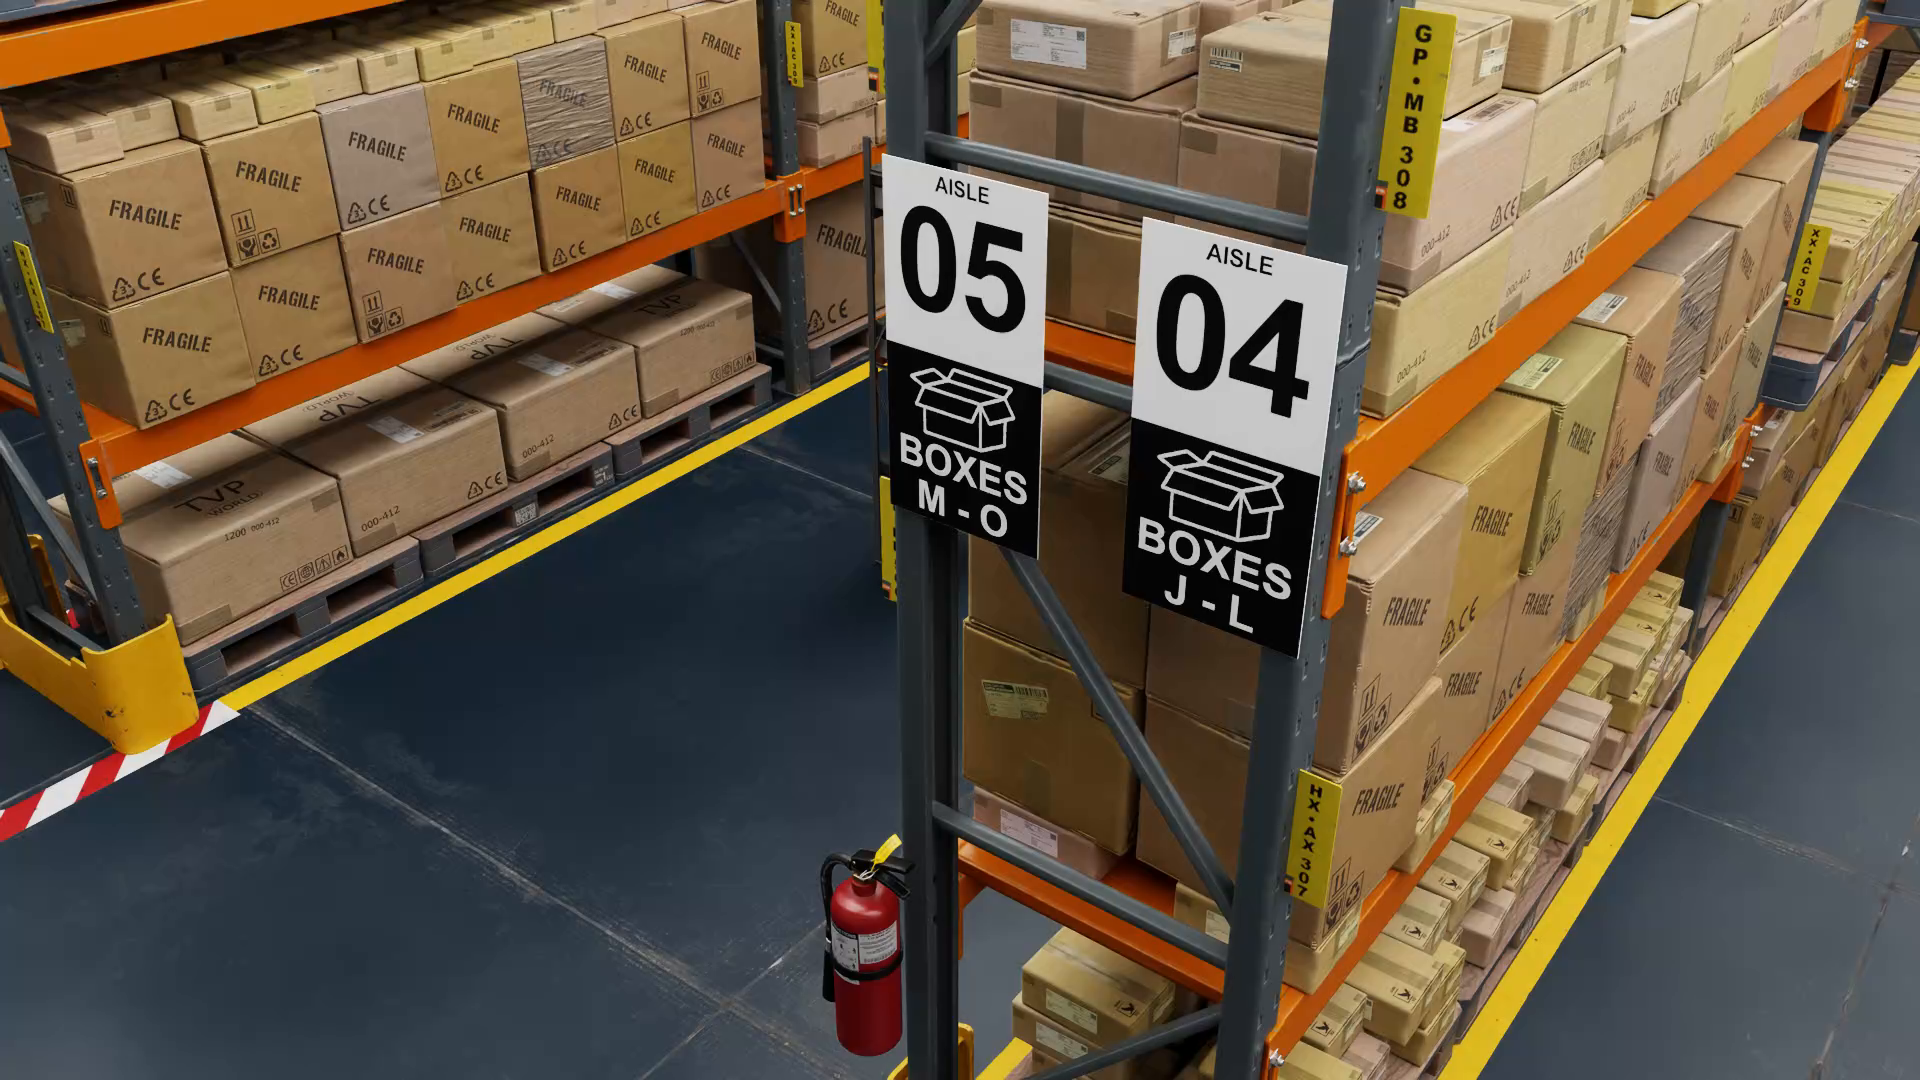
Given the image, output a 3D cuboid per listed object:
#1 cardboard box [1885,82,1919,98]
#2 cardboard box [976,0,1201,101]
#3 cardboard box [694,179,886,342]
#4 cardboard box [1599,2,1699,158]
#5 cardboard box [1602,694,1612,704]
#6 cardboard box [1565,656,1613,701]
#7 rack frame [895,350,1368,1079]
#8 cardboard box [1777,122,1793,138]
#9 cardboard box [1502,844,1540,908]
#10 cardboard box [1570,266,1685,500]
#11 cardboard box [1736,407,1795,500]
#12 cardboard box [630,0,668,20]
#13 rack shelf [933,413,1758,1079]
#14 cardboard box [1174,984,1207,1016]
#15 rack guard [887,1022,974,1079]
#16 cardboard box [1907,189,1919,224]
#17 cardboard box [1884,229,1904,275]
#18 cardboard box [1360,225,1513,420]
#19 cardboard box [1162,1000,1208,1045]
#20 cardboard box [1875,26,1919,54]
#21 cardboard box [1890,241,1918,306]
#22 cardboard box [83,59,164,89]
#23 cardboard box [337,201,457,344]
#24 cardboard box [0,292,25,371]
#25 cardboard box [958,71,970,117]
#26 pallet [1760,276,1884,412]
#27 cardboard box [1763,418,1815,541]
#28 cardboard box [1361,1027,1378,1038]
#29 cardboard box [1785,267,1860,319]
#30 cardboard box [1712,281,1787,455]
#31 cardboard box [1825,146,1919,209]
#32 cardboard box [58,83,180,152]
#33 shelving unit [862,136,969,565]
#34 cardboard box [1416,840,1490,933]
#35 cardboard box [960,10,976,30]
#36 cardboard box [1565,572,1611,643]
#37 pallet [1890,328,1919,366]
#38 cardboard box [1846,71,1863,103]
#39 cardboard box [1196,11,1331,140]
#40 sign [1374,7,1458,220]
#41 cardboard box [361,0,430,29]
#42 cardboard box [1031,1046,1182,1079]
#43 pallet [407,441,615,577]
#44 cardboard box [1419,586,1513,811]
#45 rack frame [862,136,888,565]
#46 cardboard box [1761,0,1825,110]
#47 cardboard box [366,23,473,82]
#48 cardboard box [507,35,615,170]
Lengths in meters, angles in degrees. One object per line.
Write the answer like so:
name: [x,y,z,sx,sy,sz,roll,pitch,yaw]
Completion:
cardboard box: [4.717,-2.100,8.103,0.380,0.149,0.250,22,37,33]
cardboard box: [0.255,-1.016,3.345,0.380,0.149,0.250,21,36,31]
cardboard box: [-0.994,-1.829,10.067,0.875,0.875,0.875,22,37,33]
cardboard box: [1.389,-1.131,3.932,0.500,0.250,0.500,22,37,32]
cardboard box: [2.235,0.640,6.321,0.380,0.149,0.250,21,37,32]
cardboard box: [2.209,0.512,6.245,0.380,0.149,0.250,22,37,33]
rack frame: [0.288,0.822,3.920,1.000,3.000,0.127,21,37,31]
cardboard box: [3.738,-1.995,7.925,0.380,0.149,0.250,21,36,31]
cardboard box: [1.783,1.121,5.801,0.380,0.149,0.250,21,37,31]
cardboard box: [1.707,-0.500,4.780,0.500,0.500,0.500,20,36,30]
cardboard box: [3.359,-0.451,7.373,0.500,0.250,0.500,19,36,29]
cardboard box: [-1.641,-2.643,8.053,0.380,0.149,0.250,21,37,31]
rack shelf: [1.495,0.319,5.476,1.077,0.370,4.000,21,37,31]
cardboard box: [0.603,1.234,5.026,0.380,0.149,0.250,22,37,32]
rack guard: [0.334,1.867,4.610,1.175,0.500,0.348,21,37,31]
cardboard box: [4.095,-1.558,7.479,0.380,0.149,0.250,20,36,31]
cardboard box: [3.930,-1.315,7.361,0.380,0.149,0.250,19,36,29]
cardboard box: [0.763,-0.507,3.369,0.500,0.250,0.500,23,37,33]
cardboard box: [0.580,1.348,5.126,0.380,0.149,0.250,20,36,30]
cardboard box: [5.396,-3.082,9.430,0.700,0.500,0.500,21,37,31]
cardboard box: [4.913,-1.499,9.141,0.500,0.250,0.500,20,36,30]
cardboard box: [-3.440,-1.861,6.733,0.380,0.149,0.250,21,36,31]
cardboard box: [-2.596,-1.225,7.277,0.500,0.500,0.500,21,37,31]
cardboard box: [-3.639,-0.981,6.865,0.500,0.500,0.500,21,37,32]
cardboard box: [-0.195,-2.733,10.067,0.500,0.250,0.500,21,36,31]
pallet: [3.280,-0.987,7.161,1.003,0.211,1.213,21,37,31]
cardboard box: [3.678,-0.343,7.927,0.500,0.500,0.500,23,38,33]
cardboard box: [1.097,1.385,5.063,0.380,0.149,0.250,22,37,32]
cardboard box: [3.307,-1.023,6.576,0.380,0.149,0.250,22,37,32]
cardboard box: [2.636,-0.691,6.084,0.500,0.500,0.500,21,37,31]
cardboard box: [3.934,-1.574,7.215,0.380,0.149,0.250,21,36,31]
cardboard box: [-3.183,-1.600,6.292,0.380,0.149,0.250,22,37,32]
shelving unit: [-0.100,-0.836,7.601,0.431,2.100,0.503,21,37,31]
cardboard box: [1.459,1.055,5.328,0.380,0.149,0.250,23,37,33]
cardboard box: [-0.220,-3.268,9.743,0.500,0.500,0.500,20,36,30]
cardboard box: [1.831,0.150,5.301,0.380,0.149,0.250,22,37,32]
pallet: [5.653,-1.527,10.620,1.003,0.211,1.213,21,37,31]
cardboard box: [4.666,-2.495,9.061,0.380,0.149,0.250,23,38,33]
cardboard box: [0.665,-0.852,3.069,0.380,0.149,0.250,21,36,31]
sign: [0.721,-0.677,2.651,0.100,0.325,0.005,21,37,31]
cardboard box: [-2.637,-2.376,7.603,0.380,0.149,0.250,21,37,31]
cardboard box: [0.440,1.590,5.010,0.380,0.149,0.250,22,37,32]
pallet: [-2.562,-0.303,8.555,1.003,0.211,1.213,21,37,31]
cardboard box: [1.082,0.328,4.364,0.500,0.500,0.500,21,37,31]
rack frame: [-0.247,-0.737,7.434,0.400,2.100,0.015,21,37,31]
cardboard box: [2.311,-1.548,5.124,0.500,0.250,0.500,21,37,31]
cardboard box: [-2.315,-2.089,7.117,0.380,0.149,0.250,20,36,30]
cardboard box: [-1.982,-2.069,7.720,0.500,0.500,0.500,22,37,32]
